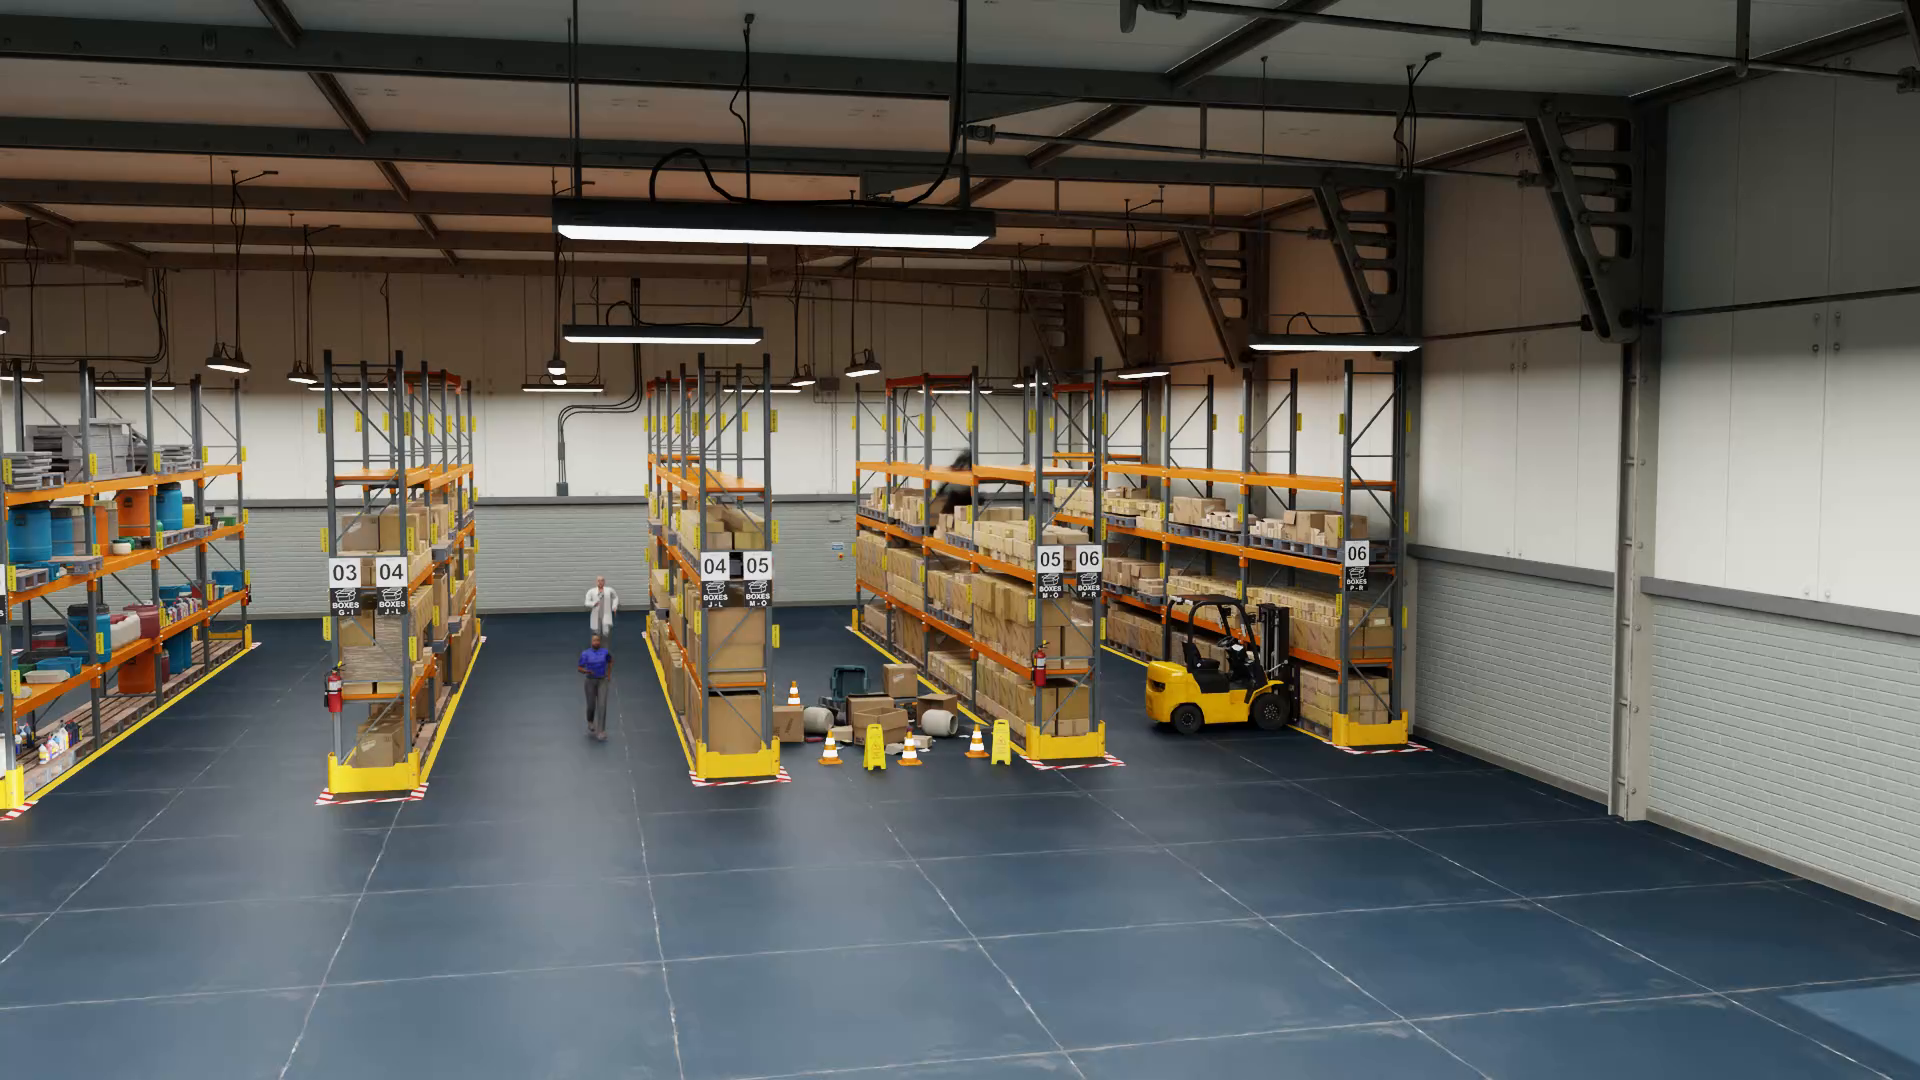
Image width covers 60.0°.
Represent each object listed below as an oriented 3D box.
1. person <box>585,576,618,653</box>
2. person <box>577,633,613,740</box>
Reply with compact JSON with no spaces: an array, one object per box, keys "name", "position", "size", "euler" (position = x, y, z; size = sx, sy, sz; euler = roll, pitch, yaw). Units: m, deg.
[{"name":"person","position":[-7.588,1.680,35.209],"size":[0.672,1.822,0.812],"euler":[-1,4,-8]},{"name":"person","position":[-5.796,2.307,26.503],"size":[0.586,1.645,0.891],"euler":[-1,4,-20]}]
